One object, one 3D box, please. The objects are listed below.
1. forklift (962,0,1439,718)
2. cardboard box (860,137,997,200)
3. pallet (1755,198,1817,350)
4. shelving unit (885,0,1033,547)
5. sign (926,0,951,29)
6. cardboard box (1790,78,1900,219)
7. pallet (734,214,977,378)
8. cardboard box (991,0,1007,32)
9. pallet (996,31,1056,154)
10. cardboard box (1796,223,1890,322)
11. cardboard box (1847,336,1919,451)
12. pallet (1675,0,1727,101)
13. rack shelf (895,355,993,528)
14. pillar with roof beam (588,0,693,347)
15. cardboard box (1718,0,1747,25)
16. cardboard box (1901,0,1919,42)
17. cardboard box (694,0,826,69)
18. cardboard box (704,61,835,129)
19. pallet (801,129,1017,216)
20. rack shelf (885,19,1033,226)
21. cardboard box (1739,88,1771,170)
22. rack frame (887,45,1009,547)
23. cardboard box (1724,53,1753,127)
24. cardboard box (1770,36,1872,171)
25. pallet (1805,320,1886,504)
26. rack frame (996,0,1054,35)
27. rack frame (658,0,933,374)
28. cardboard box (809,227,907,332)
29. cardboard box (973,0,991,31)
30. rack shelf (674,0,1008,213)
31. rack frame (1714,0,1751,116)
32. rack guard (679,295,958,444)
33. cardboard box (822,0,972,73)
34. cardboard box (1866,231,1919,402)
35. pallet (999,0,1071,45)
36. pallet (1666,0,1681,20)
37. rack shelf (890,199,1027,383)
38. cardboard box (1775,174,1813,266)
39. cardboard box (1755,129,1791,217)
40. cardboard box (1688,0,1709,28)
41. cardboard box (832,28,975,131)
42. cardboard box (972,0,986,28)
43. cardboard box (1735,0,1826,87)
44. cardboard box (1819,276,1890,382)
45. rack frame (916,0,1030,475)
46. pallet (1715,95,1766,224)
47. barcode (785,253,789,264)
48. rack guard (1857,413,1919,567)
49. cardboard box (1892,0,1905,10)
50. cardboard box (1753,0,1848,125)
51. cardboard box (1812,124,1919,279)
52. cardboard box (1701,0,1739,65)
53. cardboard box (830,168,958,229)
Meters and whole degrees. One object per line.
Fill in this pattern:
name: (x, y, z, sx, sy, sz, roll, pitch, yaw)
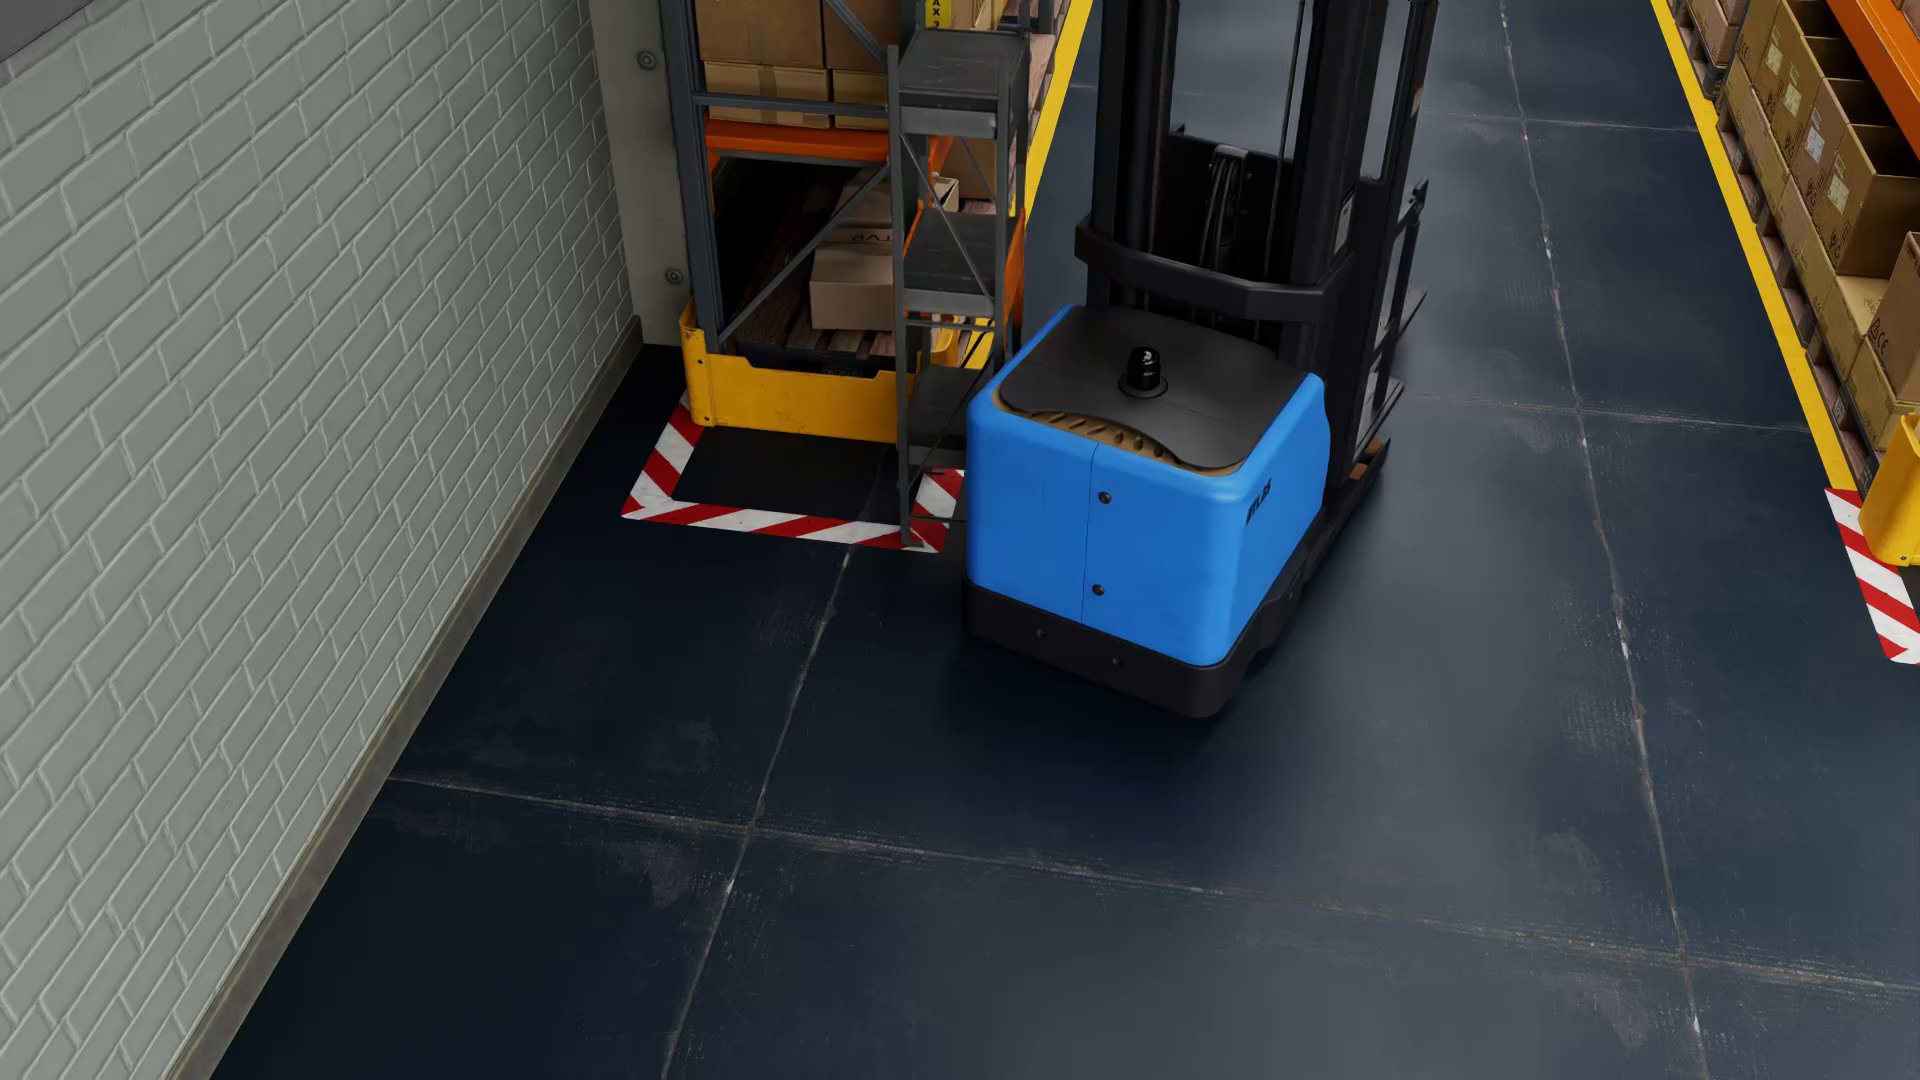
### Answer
forklift: (1.169, -1.425, 6.173, 1.130, 2.935, 3.031, 20, 44, 22)
cardboard box: (-0.135, -2.111, 8.565, 0.700, 0.500, 0.500, 4, 40, 5)
pallet: (4.566, -1.297, 8.153, 1.003, 0.211, 1.213, 6, 40, 8)
shelving unit: (0.002, -0.926, 6.222, 0.431, 2.100, 0.503, 6, 40, 8)
sign: (-0.084, -1.942, 6.065, 0.100, 0.325, 0.005, 6, 40, 8)
cardboard box: (4.307, -1.827, 7.846, 0.500, 0.500, 0.500, 6, 40, 8)
pallet: (-0.430, -1.147, 7.971, 1.003, 0.211, 1.213, 6, 40, 8)
cardboard box: (-0.051, -2.535, 7.564, 0.500, 0.250, 0.500, 6, 40, 7)
pallet: (-0.007, -2.678, 9.823, 1.003, 0.211, 1.213, 6, 40, 8)
cardboard box: (4.223, -1.224, 7.705, 0.500, 0.250, 0.500, 6, 40, 8)
cardboard box: (4.063, -0.595, 6.944, 0.500, 0.250, 0.500, 6, 40, 8)
pallet: (5.043, -3.026, 10.244, 1.003, 0.211, 1.213, 6, 40, 8)
rack shelf: (0.002, -0.376, 6.677, 0.431, 0.518, 0.480, 6, 40, 8)
pillar with roof beam: (2.891, -4.040, 4.574, 9.100, 9.000, 0.400, 6, 40, 8)
cardboard box: (4.741, -3.238, 9.701, 0.500, 0.311, 0.500, 6, 40, 8)
cardboard box: (4.620, -2.426, 7.251, 0.700, 0.500, 0.500, 8, 40, 9)
cardboard box: (-0.746, -2.226, 6.602, 0.500, 0.500, 0.500, 6, 40, 7)
cardboard box: (-0.728, -1.932, 6.835, 0.500, 0.250, 0.500, 7, 40, 8)
pallet: (-0.216, -1.910, 8.894, 1.003, 0.211, 1.213, 6, 40, 8)
rack shelf: (0.002, -1.455, 5.785, 0.431, 0.518, 0.480, 6, 40, 8)
cardboard box: (4.483, -2.165, 8.843, 0.500, 0.250, 0.500, 6, 40, 8)
rack frame: (-0.039, -0.773, 6.037, 0.400, 2.100, 0.015, 6, 40, 8)
cardboard box: (4.575, -2.479, 9.222, 0.500, 0.250, 0.500, 6, 40, 8)
cardboard box: (4.392, -2.141, 8.225, 0.500, 0.500, 0.500, 6, 40, 8)
pallet: (4.352, -0.534, 7.230, 1.003, 0.211, 1.213, 6, 40, 8)
rack frame: (0.074, -4.178, 9.449, 1.000, 3.000, 0.127, 6, 40, 8)
rack frame: (-0.618, -1.668, 6.413, 1.000, 3.000, 0.127, 6, 40, 8)
cardboard box: (-0.410, -1.225, 7.643, 0.500, 0.311, 0.500, 2, 40, 3)
cardboard box: (-0.145, -2.216, 7.178, 0.500, 0.250, 0.500, 5, 40, 6)
rack shelf: (-0.272, -2.646, 8.160, 1.077, 0.370, 4.000, 6, 40, 8)
rack frame: (4.954, -3.634, 8.791, 1.000, 3.000, 0.127, 6, 40, 8)
rack guard: (-0.605, -0.752, 7.267, 1.175, 0.500, 0.348, 6, 40, 8)
cardboard box: (-0.240, -2.173, 6.538, 0.500, 0.500, 0.500, 6, 40, 8)
cardboard box: (4.061, -0.884, 6.705, 0.500, 0.500, 0.500, 6, 40, 8)
pallet: (0.207, -3.592, 10.929, 1.003, 0.211, 1.213, 6, 40, 8)
pallet: (5.251, -3.794, 11.173, 1.003, 0.211, 1.213, 6, 40, 8)
rack shelf: (0.002, -0.916, 6.231, 0.431, 0.518, 0.480, 6, 40, 8)
cardboard box: (4.311, -1.538, 8.084, 0.500, 0.250, 0.500, 6, 40, 8)
cardboard box: (4.392, -1.852, 8.464, 0.500, 0.250, 0.500, 6, 40, 8)
cardboard box: (4.829, -3.346, 10.271, 0.500, 0.250, 0.500, 6, 40, 7)
cardboard box: (-0.221, -1.889, 6.782, 0.500, 0.250, 0.500, 5, 40, 6)
cardboard box: (-0.144, -2.482, 6.912, 0.500, 0.500, 0.500, 7, 40, 8)
cardboard box: (4.565, -2.769, 8.985, 0.500, 0.500, 0.500, 6, 40, 8)
cardboard box: (4.138, -0.910, 7.325, 0.500, 0.250, 0.500, 6, 40, 8)
rack frame: (0.044, -1.080, 6.408, 0.400, 2.100, 0.015, 6, 40, 8)
pallet: (4.775, -2.065, 9.082, 1.003, 0.211, 1.213, 6, 40, 8)
barcode: (-0.801, -1.284, 7.707, 0.001, 0.075, 0.075, 6, 40, 8)
rack guard: (4.257, -0.145, 6.533, 1.175, 0.500, 0.348, 6, 40, 8)
cardboard box: (4.707, -2.747, 7.640, 0.700, 0.500, 0.500, 7, 40, 8)
cardboard box: (4.486, -2.454, 8.604, 0.500, 0.500, 0.500, 6, 40, 8)
cardboard box: (4.220, -1.513, 7.466, 0.500, 0.500, 0.500, 6, 40, 8)
cardboard box: (4.740, -3.028, 9.887, 0.500, 0.250, 0.500, 6, 40, 7)
cardboard box: (-0.311, -1.583, 8.075, 0.500, 0.311, 0.500, 10, 41, 11)
